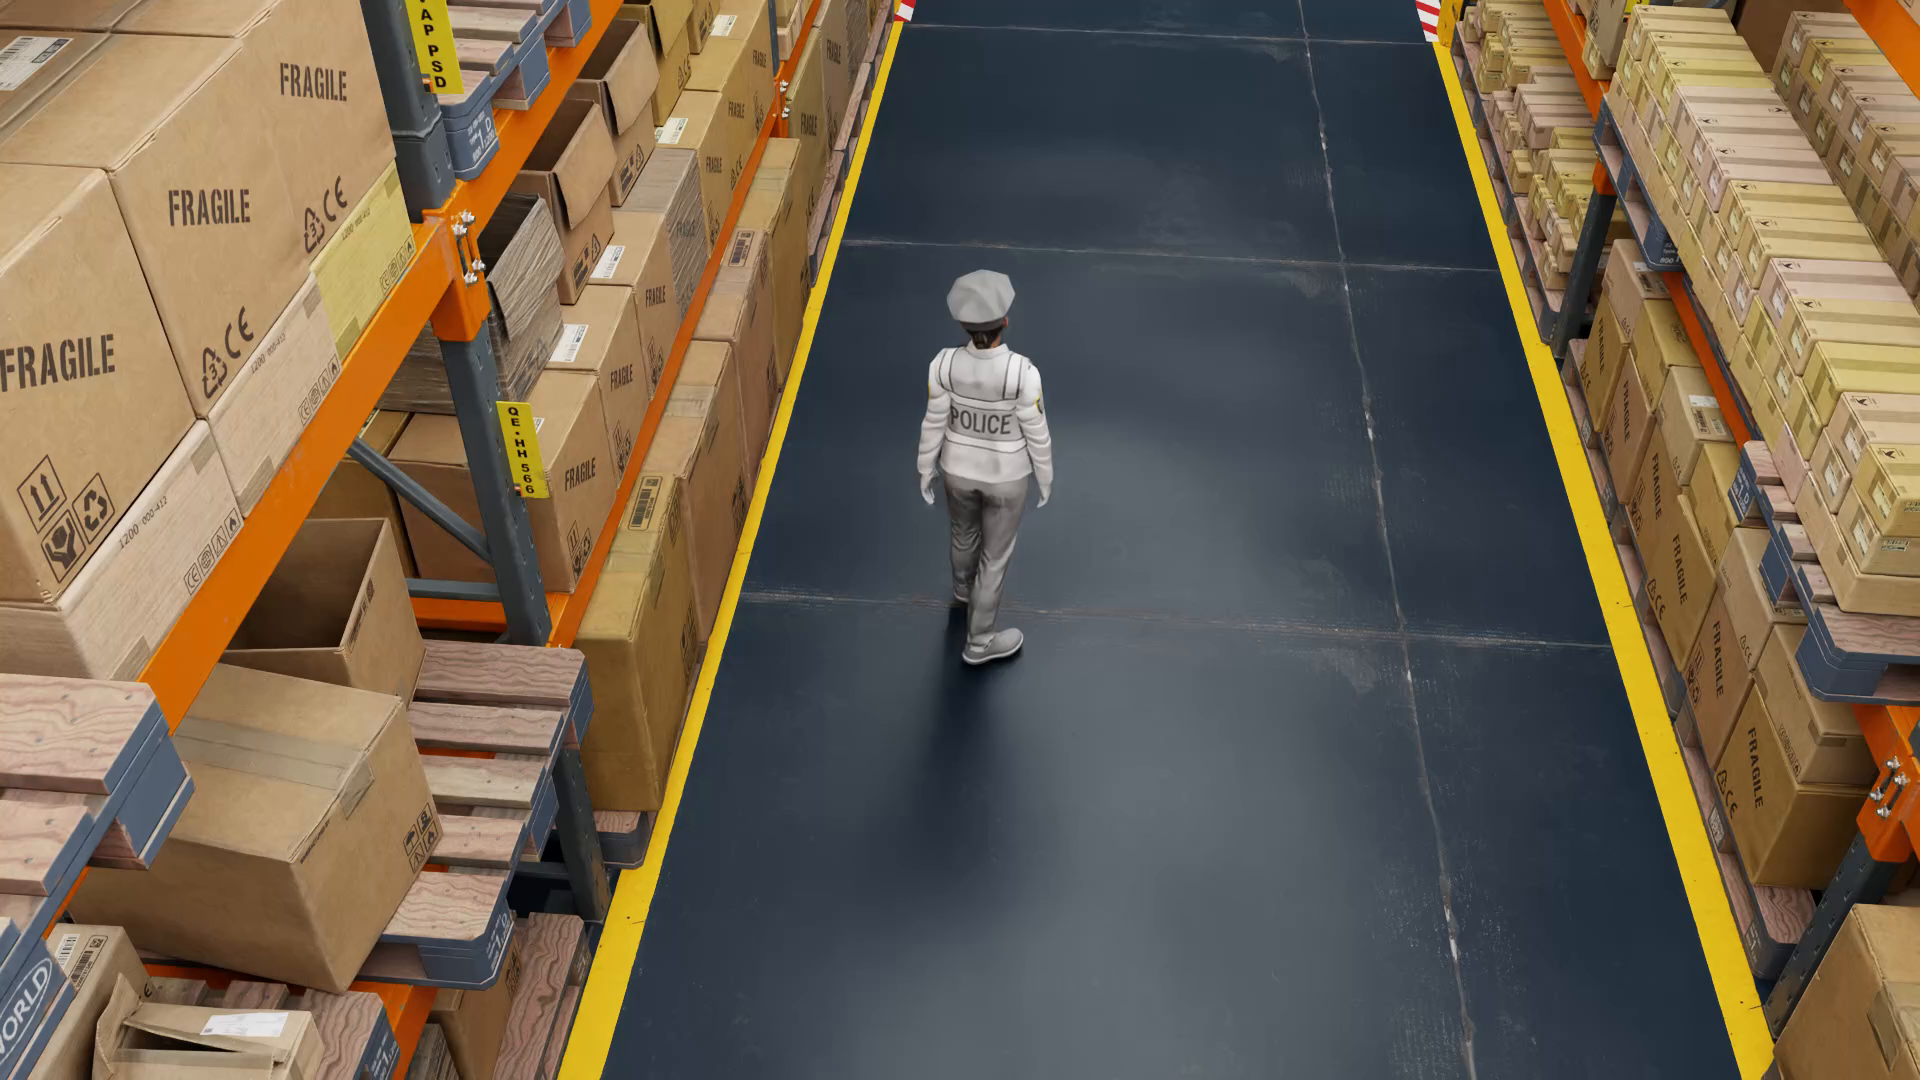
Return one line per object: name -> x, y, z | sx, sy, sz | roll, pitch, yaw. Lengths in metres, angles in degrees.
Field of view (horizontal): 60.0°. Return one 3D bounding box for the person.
person -> 0.127, -0.307, 6.496 | 0.520, 1.663, 0.642 | 14, 42, 16
